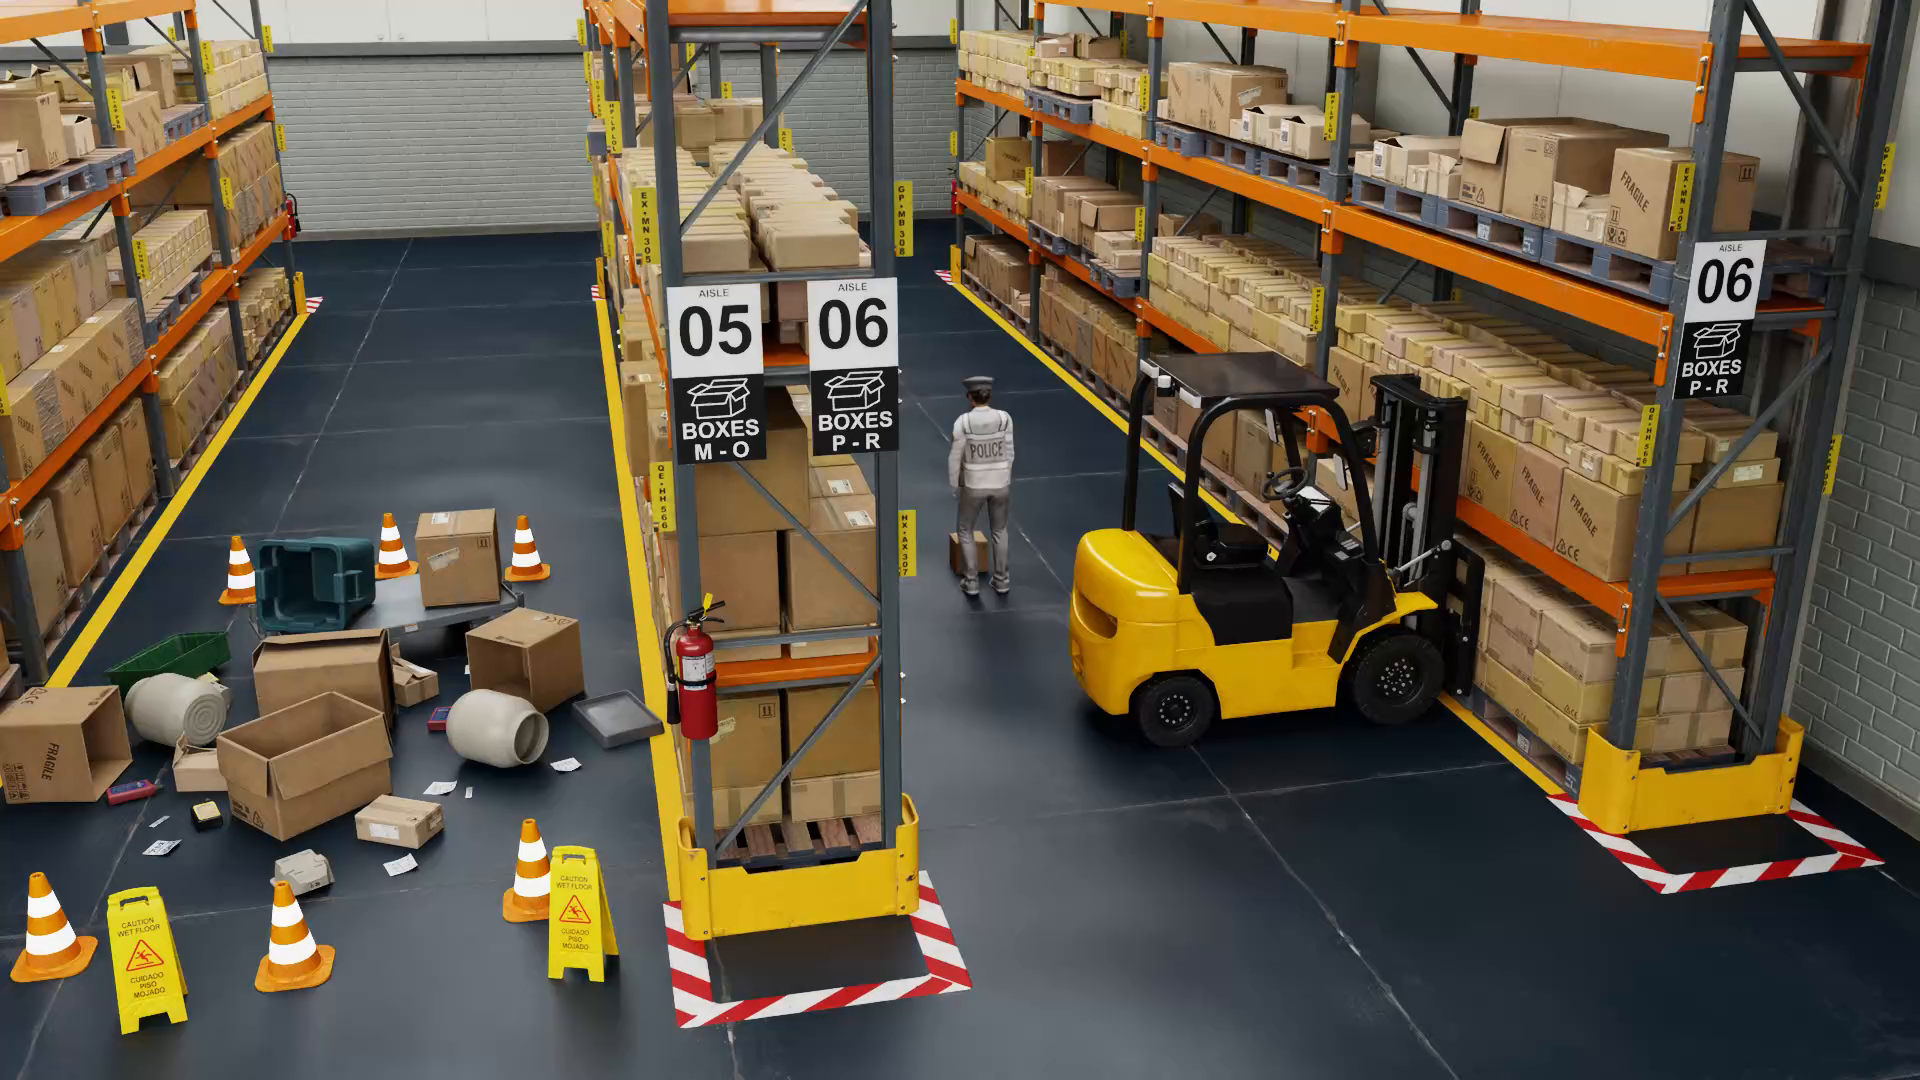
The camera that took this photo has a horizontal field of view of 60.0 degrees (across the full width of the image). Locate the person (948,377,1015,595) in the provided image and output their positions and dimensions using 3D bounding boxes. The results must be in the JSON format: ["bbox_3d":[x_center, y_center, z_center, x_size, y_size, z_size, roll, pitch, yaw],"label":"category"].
[{"bbox_3d":[0.152,-0.393,12.228,0.496,1.635,0.428,-4,20,-11],"label":"person"}]
